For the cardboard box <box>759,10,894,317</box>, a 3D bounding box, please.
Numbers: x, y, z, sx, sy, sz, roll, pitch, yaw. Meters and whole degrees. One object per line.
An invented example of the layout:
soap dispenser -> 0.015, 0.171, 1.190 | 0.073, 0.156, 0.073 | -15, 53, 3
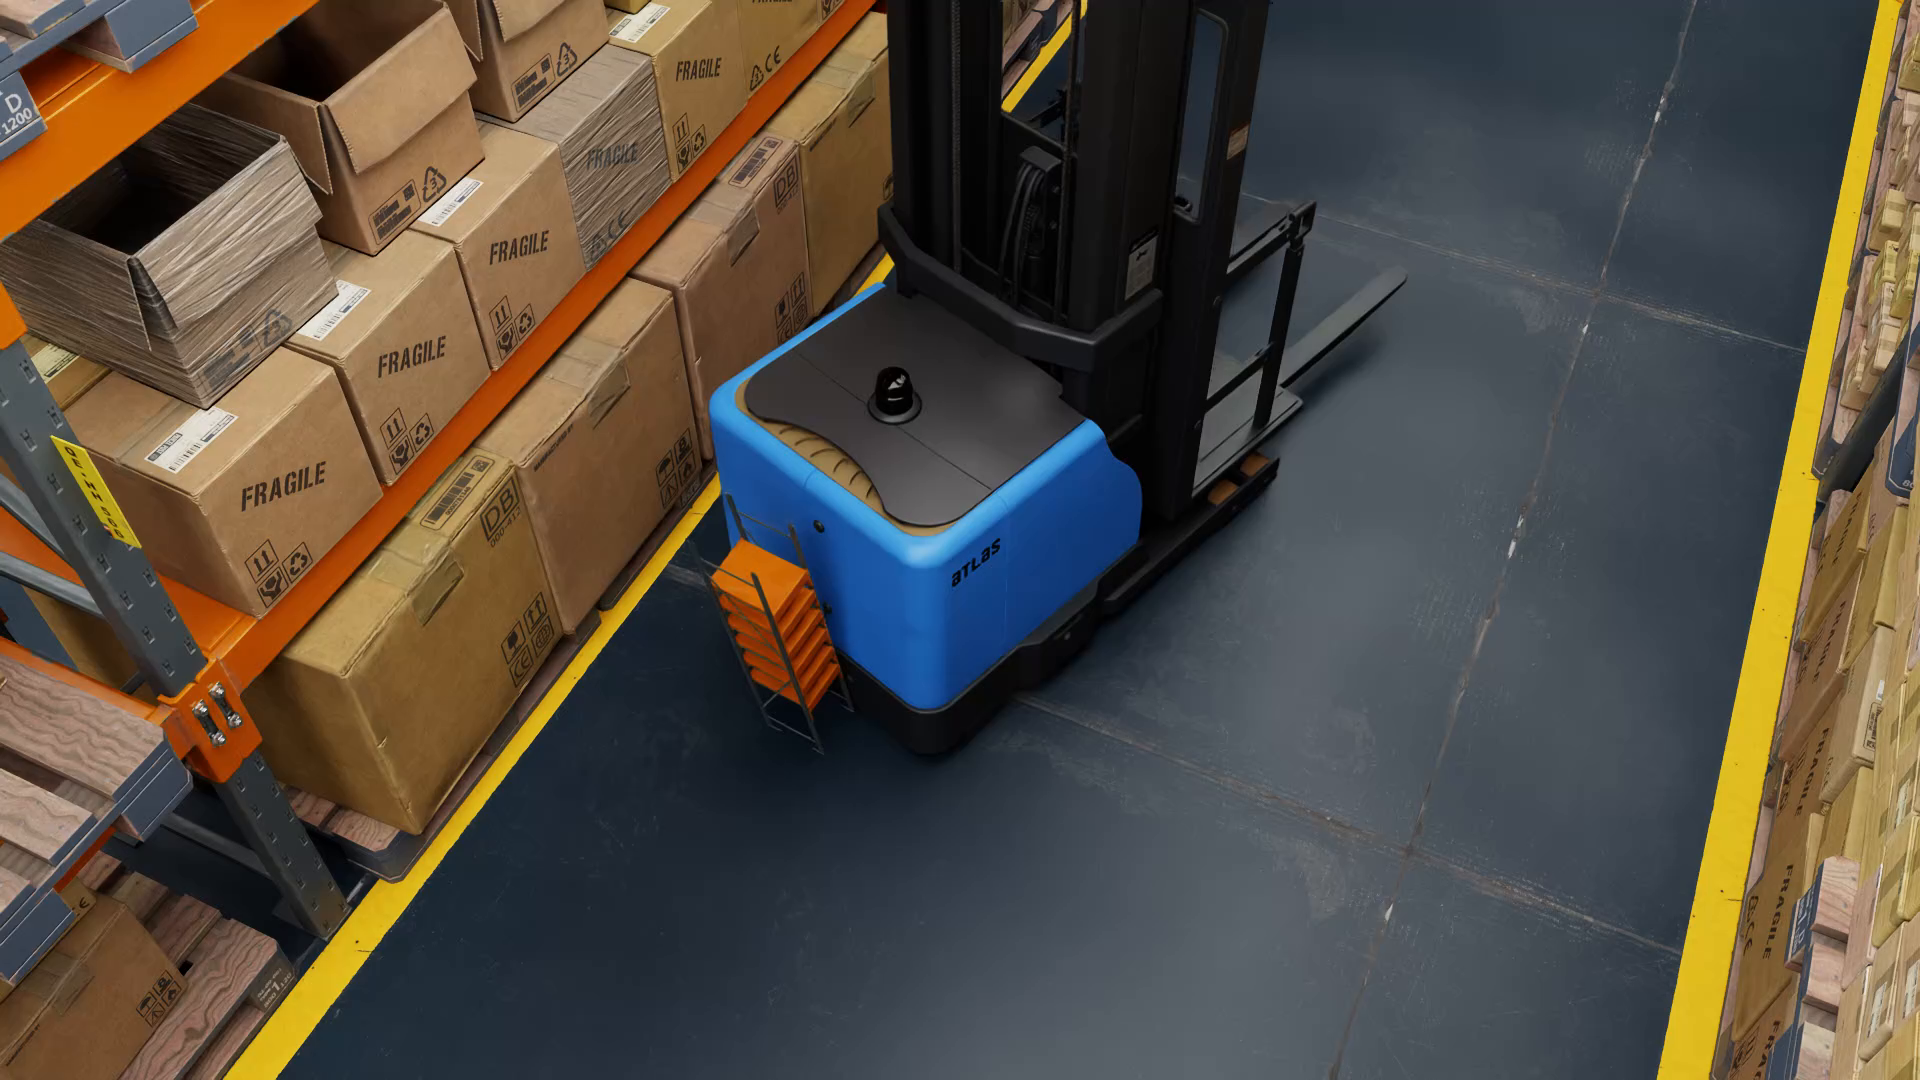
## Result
cardboard box -> -0.941, -1.677, 6.827 | 1.225, 0.875, 0.875 | 20, 52, 16

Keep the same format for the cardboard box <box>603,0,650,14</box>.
cardboard box -> -1.255, -2.123, 5.363 | 0.797, 0.503, 0.637 | 20, 53, 16

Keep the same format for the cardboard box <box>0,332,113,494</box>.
cardboard box -> -2.408, -0.376, 4.534 | 0.500, 0.500, 0.500 | 21, 53, 17

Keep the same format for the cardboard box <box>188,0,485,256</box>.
cardboard box -> -1.787, -1.226, 4.600 | 0.797, 0.503, 0.637 | 21, 53, 17

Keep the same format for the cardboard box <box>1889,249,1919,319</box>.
cardboard box -> 3.745, -0.917, 6.267 | 0.380, 0.149, 0.250 | 20, 53, 17

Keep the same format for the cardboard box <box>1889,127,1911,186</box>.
cardboard box -> 4.302, -1.634, 7.267 | 0.380, 0.149, 0.250 | 20, 52, 16

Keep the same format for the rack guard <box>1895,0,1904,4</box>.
rack guard -> 5.432, -2.886, 8.377 | 1.175, 0.500, 0.348 | 20, 52, 16

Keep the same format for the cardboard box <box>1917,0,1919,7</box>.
cardboard box -> 4.951, -2.704, 8.177 | 0.380, 0.149, 0.250 | 21, 53, 17

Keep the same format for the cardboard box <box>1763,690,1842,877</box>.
cardboard box -> 2.764, 0.833, 4.937 | 0.500, 0.500, 0.500 | 21, 53, 17

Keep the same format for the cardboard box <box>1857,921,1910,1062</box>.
cardboard box -> 1.958, 0.937, 3.177 | 0.380, 0.149, 0.250 | 22, 53, 17

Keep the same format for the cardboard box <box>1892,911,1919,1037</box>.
cardboard box -> 1.951, 0.854, 3.052 | 0.380, 0.149, 0.250 | 19, 52, 16

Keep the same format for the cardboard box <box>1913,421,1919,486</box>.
cardboard box -> 2.731, -0.215, 4.353 | 0.380, 0.149, 0.250 | 18, 52, 15

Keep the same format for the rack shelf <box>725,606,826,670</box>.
rack shelf -> -0.572, 0.257, 5.136 | 0.258, 0.103, 0.180 | 25, 64, 20

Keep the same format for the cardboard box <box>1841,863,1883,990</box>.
cardboard box -> 2.059, 0.869, 3.430 | 0.380, 0.149, 0.250 | 21, 53, 17

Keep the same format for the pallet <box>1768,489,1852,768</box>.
pallet -> 3.424, 0.447, 5.731 | 1.003, 0.211, 1.213 | 20, 52, 16

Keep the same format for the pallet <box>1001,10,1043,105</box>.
pallet -> -0.290, -2.272, 8.044 | 1.003, 0.211, 1.213 | 20, 52, 16

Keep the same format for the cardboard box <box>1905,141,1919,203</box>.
cardboard box -> 4.059, -1.461, 6.729 | 0.380, 0.149, 0.250 | 17, 52, 14

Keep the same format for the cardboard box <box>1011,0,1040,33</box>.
cardboard box -> 0.053, -3.173, 8.100 | 0.875, 0.875, 0.875 | 20, 52, 16

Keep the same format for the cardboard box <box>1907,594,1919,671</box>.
cardboard box -> 2.395, 0.232, 3.777 | 0.380, 0.149, 0.250 | 21, 53, 17

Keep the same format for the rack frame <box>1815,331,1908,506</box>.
rack frame -> 3.755, -0.994, 5.126 | 1.000, 3.000, 0.127 | 20, 52, 16

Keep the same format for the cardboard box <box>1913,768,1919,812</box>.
cardboard box -> 2.173, 0.489, 3.363 | 0.380, 0.149, 0.250 | 21, 53, 17

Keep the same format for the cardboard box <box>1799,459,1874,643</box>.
cardboard box -> 3.200, 0.103, 5.559 | 0.500, 0.500, 0.500 | 22, 53, 17

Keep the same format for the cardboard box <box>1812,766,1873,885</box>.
cardboard box -> 2.539, 0.939, 4.354 | 0.500, 0.250, 0.500 | 21, 53, 17

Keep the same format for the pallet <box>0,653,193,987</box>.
pallet -> -2.603, 0.665, 3.841 | 1.213, 0.211, 1.003 | 20, 52, 16

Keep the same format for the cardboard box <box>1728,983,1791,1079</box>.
cardboard box -> 2.316, 1.540, 4.336 | 0.500, 0.500, 0.500 | 22, 53, 18

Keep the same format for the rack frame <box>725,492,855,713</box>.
rack frame -> -0.518, 0.228, 5.237 | 0.240, 1.200, 0.006 | 25, 64, 20

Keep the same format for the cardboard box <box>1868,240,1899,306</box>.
cardboard box -> 3.805, -1.003, 6.535 | 0.380, 0.149, 0.250 | 18, 52, 15

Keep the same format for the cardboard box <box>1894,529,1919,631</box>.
cardboard box -> 2.508, 0.147, 4.045 | 0.380, 0.149, 0.250 | 18, 52, 14

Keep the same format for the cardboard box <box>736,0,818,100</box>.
cardboard box -> -0.857, -1.960, 5.883 | 0.500, 0.500, 0.500 | 21, 53, 17

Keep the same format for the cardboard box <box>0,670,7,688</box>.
cardboard box -> -2.590, 0.294, 3.689 | 0.500, 0.500, 0.500 | 14, 51, 12

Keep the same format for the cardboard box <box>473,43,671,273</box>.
cardboard box -> -1.292, -1.255, 5.282 | 0.500, 0.500, 0.500 | 20, 52, 16

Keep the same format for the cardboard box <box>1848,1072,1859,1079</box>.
cardboard box -> 1.842, 1.217, 3.134 | 0.380, 0.149, 0.250 | 21, 53, 17

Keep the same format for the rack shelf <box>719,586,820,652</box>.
rack shelf -> -0.583, 0.194, 5.034 | 0.258, 0.103, 0.180 | 25, 64, 20

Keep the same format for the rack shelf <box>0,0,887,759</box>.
rack shelf -> -1.541, -1.067, 5.661 | 1.077, 0.370, 4.000 | 20, 52, 16

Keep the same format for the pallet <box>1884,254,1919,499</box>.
pallet -> 3.297, -0.453, 4.792 | 1.003, 0.211, 1.213 | 20, 52, 16

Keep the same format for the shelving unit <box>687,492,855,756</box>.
shelving unit -> -0.565, 0.297, 5.199 | 0.258, 1.200, 0.189 | 25, 64, 20

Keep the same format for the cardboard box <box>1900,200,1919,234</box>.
cardboard box -> 4.092, -1.326, 6.810 | 0.380, 0.149, 0.250 | 21, 53, 17

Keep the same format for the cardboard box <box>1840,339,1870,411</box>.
cardboard box -> 3.615, -0.587, 6.376 | 0.380, 0.149, 0.250 | 20, 53, 17

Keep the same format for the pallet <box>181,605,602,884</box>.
pallet -> -1.990, 0.463, 5.718 | 1.003, 0.211, 1.213 | 20, 52, 16

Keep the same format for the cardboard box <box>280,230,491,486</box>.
cardboard box -> -1.723, -0.557, 4.689 | 0.500, 0.500, 0.500 | 19, 52, 15

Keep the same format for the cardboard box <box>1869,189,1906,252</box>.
cardboard box -> 4.057, -1.300, 6.982 | 0.380, 0.149, 0.250 | 20, 52, 16

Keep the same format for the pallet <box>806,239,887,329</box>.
pallet -> -0.948, -1.218, 7.147 | 1.003, 0.211, 1.213 | 20, 52, 16

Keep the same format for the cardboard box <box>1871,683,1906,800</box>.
cardboard box -> 2.282, 0.513, 3.733 | 0.380, 0.149, 0.250 | 18, 52, 15

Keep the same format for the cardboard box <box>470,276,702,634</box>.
cardboard box -> -1.694, -0.450, 5.783 | 1.225, 0.875, 0.875 | 20, 52, 16

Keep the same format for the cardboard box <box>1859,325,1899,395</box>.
cardboard box -> 3.602, -0.623, 6.211 | 0.380, 0.149, 0.250 | 21, 53, 17

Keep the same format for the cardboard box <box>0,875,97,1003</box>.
cardboard box -> -2.654, 0.973, 4.313 | 0.500, 0.250, 0.500 | 22, 53, 18

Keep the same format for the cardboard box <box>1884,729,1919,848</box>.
cardboard box -> 2.176, 0.583, 3.478 | 0.380, 0.149, 0.250 | 20, 52, 16

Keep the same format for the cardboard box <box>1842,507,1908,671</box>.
cardboard box -> 2.975, 0.228, 4.960 | 0.500, 0.250, 0.500 | 21, 53, 17

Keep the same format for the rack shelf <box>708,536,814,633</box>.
rack shelf -> -0.593, 0.131, 4.933 | 0.258, 0.103, 0.180 | 25, 64, 20

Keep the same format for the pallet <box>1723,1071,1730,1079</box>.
pallet -> 2.382, 2.127, 4.302 | 1.003, 0.211, 1.213 | 20, 52, 16

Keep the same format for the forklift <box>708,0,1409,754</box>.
forklift -> 0.573, -1.262, 5.399 | 1.130, 2.935, 3.031 | 36, 59, 27

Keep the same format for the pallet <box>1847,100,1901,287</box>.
pallet -> 4.530, -1.407, 7.309 | 1.003, 0.211, 1.213 | 20, 52, 16
